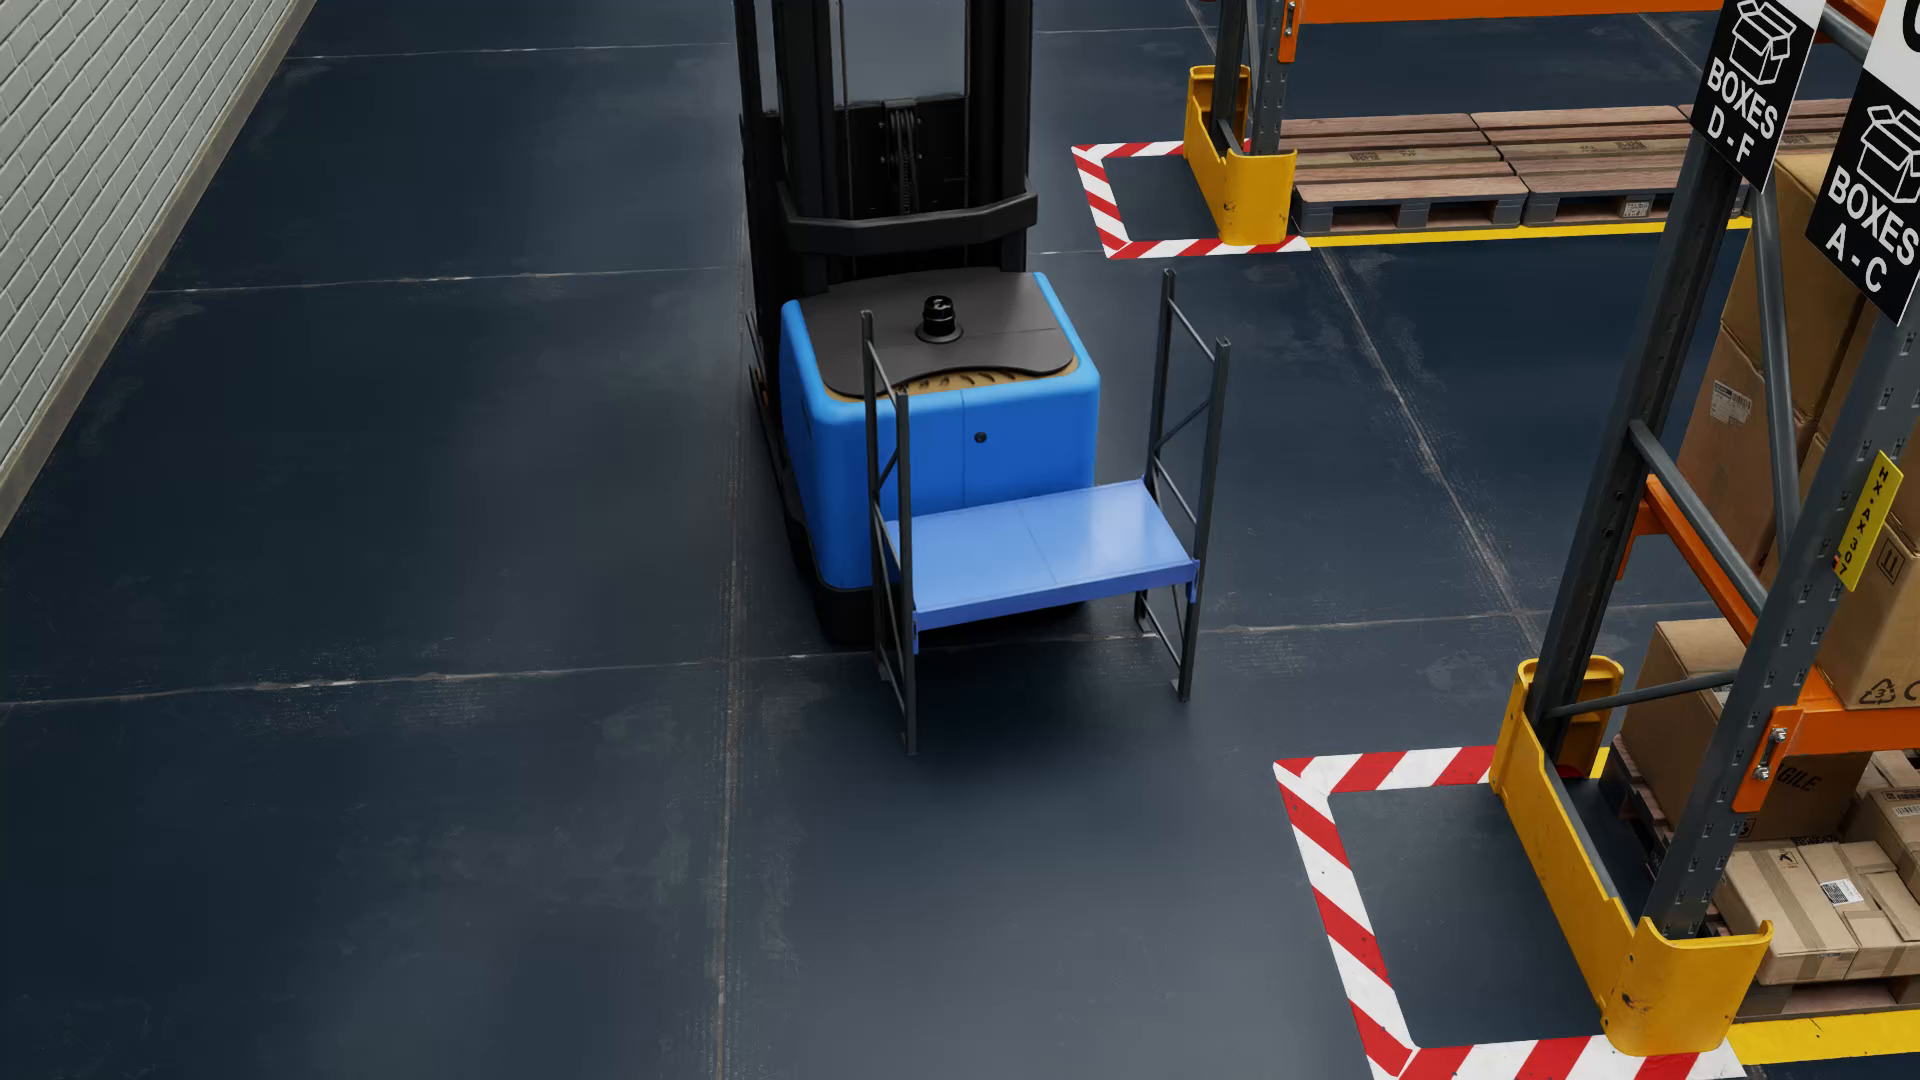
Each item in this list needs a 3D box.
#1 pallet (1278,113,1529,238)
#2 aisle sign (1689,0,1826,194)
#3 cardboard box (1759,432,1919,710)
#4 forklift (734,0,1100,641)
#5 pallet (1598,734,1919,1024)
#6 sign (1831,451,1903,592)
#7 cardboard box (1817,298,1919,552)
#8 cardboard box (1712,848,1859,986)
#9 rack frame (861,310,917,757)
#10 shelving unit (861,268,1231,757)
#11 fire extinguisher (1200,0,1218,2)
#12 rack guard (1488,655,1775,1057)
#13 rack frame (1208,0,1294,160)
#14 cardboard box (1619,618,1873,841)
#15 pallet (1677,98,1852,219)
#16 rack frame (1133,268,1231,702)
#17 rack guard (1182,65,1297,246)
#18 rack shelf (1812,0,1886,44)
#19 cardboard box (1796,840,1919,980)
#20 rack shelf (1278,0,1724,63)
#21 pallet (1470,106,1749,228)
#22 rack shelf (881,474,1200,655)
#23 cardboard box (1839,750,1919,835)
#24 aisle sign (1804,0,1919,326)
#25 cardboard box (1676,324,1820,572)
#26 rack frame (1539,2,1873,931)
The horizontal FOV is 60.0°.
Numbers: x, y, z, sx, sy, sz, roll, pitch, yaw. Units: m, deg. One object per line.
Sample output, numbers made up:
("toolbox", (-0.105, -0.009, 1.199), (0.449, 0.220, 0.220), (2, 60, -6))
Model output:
("pallet", (2.345, -2.018, 9.137), (1.213, 0.211, 1.003), (-3, 38, -4))
("aisle sign", (1.860, -1.241, 3.802), (0.004, 0.787, 0.394), (-3, 38, -4))
("cardboard box", (3.659, -0.170, 4.463), (3.026, 0.500, 1.079), (-3, 38, -3))
("forklift", (-0.328, -1.693, 6.530), (1.130, 2.935, 3.031), (-8, 39, -10))
("pallet", (2.825, 1.011, 5.298), (1.213, 0.211, 1.003), (-3, 38, -4))
("sign", (2.003, -0.040, 3.680), (0.005, 0.325, 0.100), (-3, 38, -4))
("cardboard box", (2.421, -0.329, 3.857), (0.500, 0.500, 0.500), (-2, 38, -3))
("cardboard box", (2.403, 1.100, 4.880), (0.250, 0.149, 0.380), (-3, 38, -4))
("rack frame", (-0.232, 0.014, 5.521), (0.032, 1.500, 0.500), (-10, 39, -12))
("shelving unit", (0.258, -0.070, 5.628), (1.048, 1.500, 0.538), (-10, 39, -12))
("fire extinguisher", (1.330, -3.187, 8.731), (0.183, 0.674, 0.296), (-3, 38, -4))
("rack guard", (2.031, 0.942, 5.152), (0.348, 0.500, 1.175), (-3, 38, -4))
("rack frame", (1.520, -3.092, 8.247), (0.127, 3.000, 1.000), (-3, 38, -4))
("cardboard box", (2.475, 0.592, 5.241), (0.500, 0.500, 0.500), (-3, 38, -4))
("pallet", (4.775, -2.152, 9.307), (1.213, 0.211, 1.003), (-3, 38, -4))
("rack frame", (0.748, -0.154, 5.735), (0.032, 1.500, 0.500), (-10, 39, -12))
("rack guard", (1.497, -2.101, 9.009), (0.348, 0.500, 1.175), (-3, 38, -4))
("rack shelf", (3.947, -1.040, 3.806), (4.000, 0.370, 1.077), (-3, 38, -4))
("cardboard box", (2.652, 1.080, 4.892), (0.250, 0.166, 0.380), (-3, 38, -4))
("rack shelf", (3.512, -2.919, 8.608), (4.000, 0.370, 1.077), (-3, 38, -4))
("pallet", (3.557, -2.083, 9.220), (1.213, 0.211, 1.003), (-3, 38, -4))
("rack shelf", (0.258, 0.071, 5.739), (1.000, 0.185, 0.538), (-10, 39, -12))
("cardboard box", (2.886, 0.756, 5.302), (0.250, 0.166, 0.380), (-3, 38, -4))
("aisle sign", (1.913, -0.871, 3.333), (0.004, 0.787, 0.394), (-3, 38, -4))
("cardboard box", (2.377, -0.267, 4.586), (0.500, 0.500, 0.500), (-2, 38, -3))
("rack frame", (1.955, -0.033, 4.370), (0.053, 2.616, 0.949), (-3, 38, -4))
